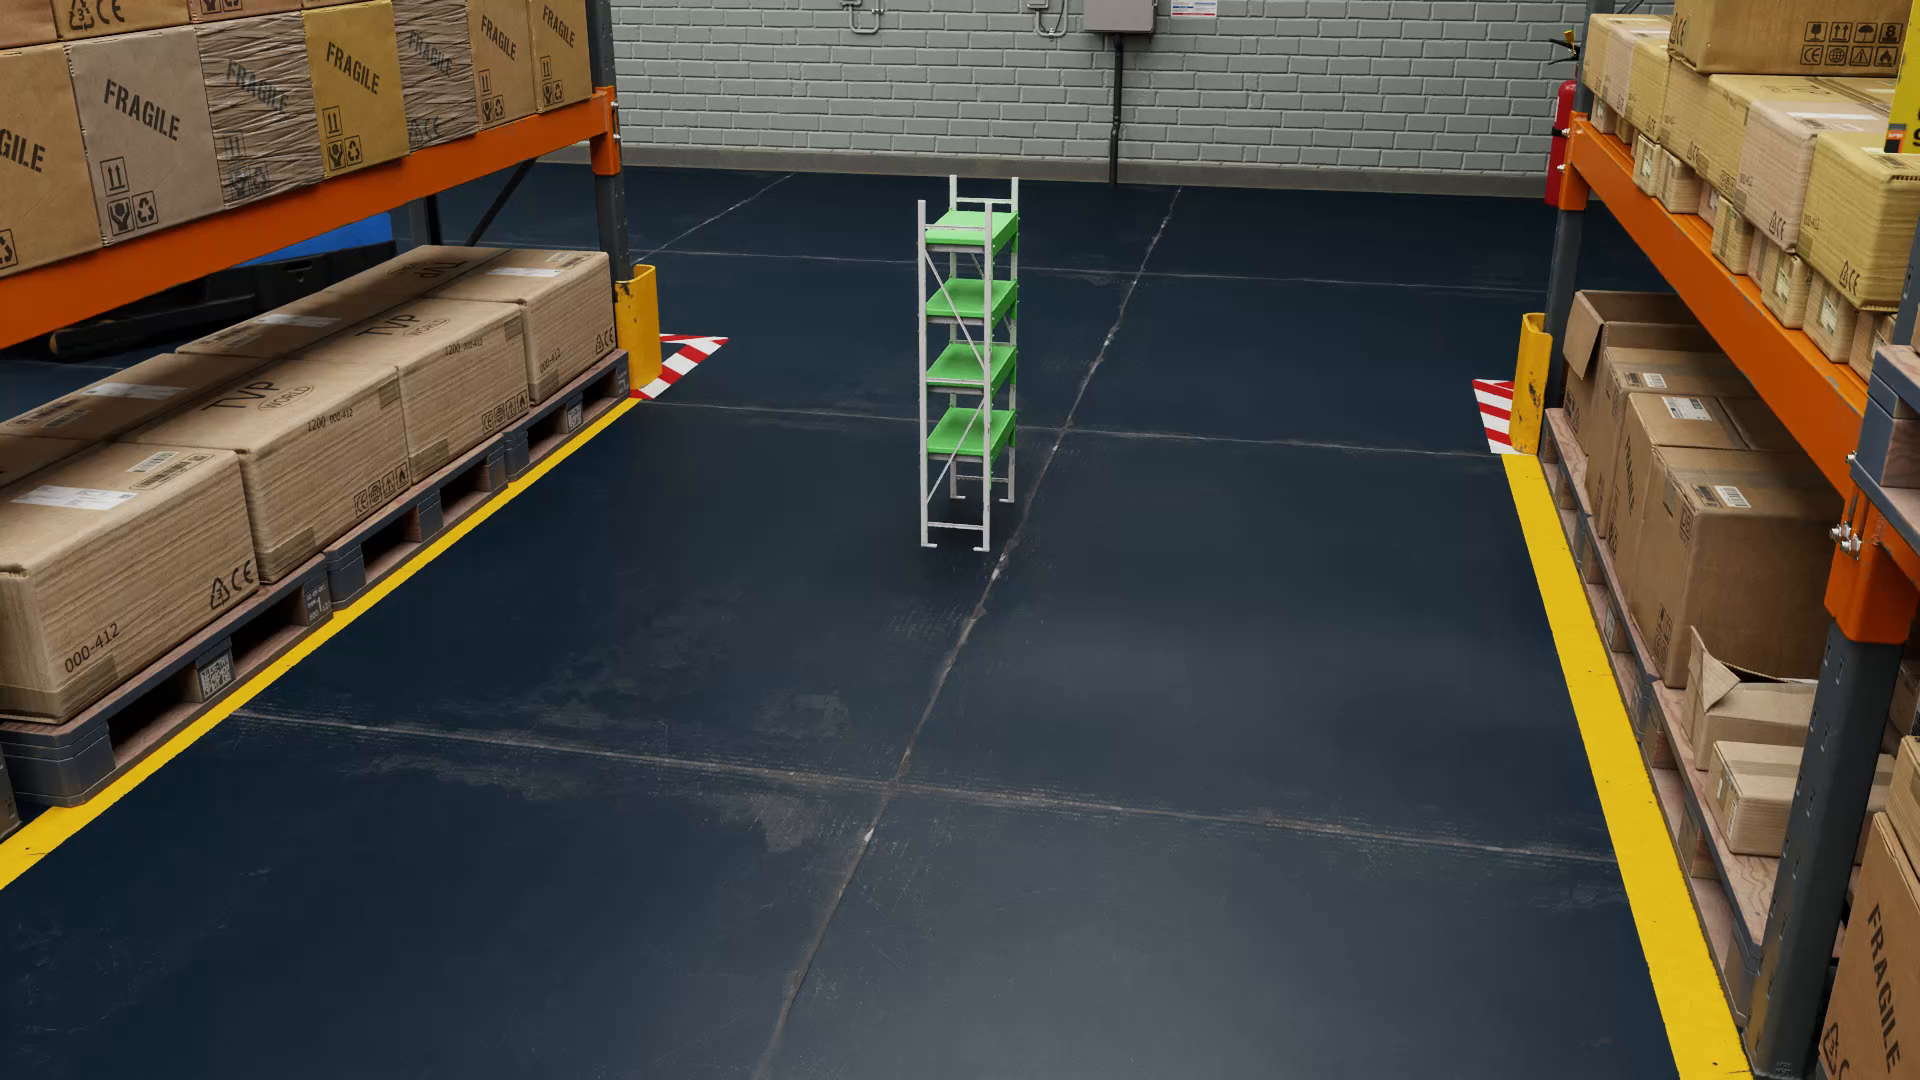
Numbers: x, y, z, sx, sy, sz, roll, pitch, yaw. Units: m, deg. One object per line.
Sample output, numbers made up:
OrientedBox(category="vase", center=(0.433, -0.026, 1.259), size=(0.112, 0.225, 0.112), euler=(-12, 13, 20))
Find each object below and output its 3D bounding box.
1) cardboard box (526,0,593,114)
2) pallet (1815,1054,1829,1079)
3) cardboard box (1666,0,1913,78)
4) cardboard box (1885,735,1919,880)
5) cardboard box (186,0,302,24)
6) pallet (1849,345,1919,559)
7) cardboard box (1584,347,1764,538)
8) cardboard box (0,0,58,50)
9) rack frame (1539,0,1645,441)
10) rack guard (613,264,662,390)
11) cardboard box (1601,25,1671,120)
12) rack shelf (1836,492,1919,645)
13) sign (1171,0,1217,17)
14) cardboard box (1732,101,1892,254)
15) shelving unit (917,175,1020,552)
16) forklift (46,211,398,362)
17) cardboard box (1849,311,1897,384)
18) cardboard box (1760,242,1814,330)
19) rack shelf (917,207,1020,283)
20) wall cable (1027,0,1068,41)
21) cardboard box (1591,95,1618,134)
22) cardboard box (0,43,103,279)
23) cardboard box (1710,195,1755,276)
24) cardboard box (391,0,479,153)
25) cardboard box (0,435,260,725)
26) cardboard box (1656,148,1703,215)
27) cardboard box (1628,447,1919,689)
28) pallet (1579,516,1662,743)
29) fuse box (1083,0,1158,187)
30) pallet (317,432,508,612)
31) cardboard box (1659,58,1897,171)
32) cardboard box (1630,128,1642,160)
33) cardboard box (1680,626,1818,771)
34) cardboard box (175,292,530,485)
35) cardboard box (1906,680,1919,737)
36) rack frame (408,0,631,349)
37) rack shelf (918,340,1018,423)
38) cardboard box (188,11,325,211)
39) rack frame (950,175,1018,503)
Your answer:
OrientedBox(category="cardboard box", center=(-1.834, -2.012, 6.702), size=(0.500, 0.500, 0.500), euler=(5, 22, 11))
OrientedBox(category="pallet", center=(1.920, 1.271, 2.415), size=(1.003, 0.211, 1.213), euler=(4, 22, 11))
OrientedBox(category="cardboard box", center=(2.203, -1.508, 4.381), size=(0.500, 0.500, 0.500), euler=(5, 22, 12))
OrientedBox(category="cardboard box", center=(1.715, 0.452, 2.632), size=(0.380, 0.149, 0.250), euler=(6, 23, 13))
OrientedBox(category="cardboard box", center=(-2.252, -1.736, 4.678), size=(0.500, 0.500, 0.500), euler=(5, 22, 12))
OrientedBox(category="pallet", center=(1.779, 0.050, 1.971), size=(1.003, 0.211, 1.213), euler=(4, 22, 11))
OrientedBox(category="cardboard box", center=(2.435, -0.295, 5.354), size=(0.700, 0.500, 0.500), euler=(5, 23, 13))
OrientedBox(category="cardboard box", center=(-2.477, -1.366, 3.757), size=(0.500, 0.500, 0.500), euler=(5, 22, 11))
OrientedBox(category="rack frame", center=(2.865, -1.786, 6.272), size=(1.000, 3.000, 0.127), euler=(4, 22, 11))
OrientedBox(category="rack guard", center=(-1.990, -1.012, 7.697), size=(1.175, 0.500, 0.348), euler=(4, 22, 11))
OrientedBox(category="cardboard box", center=(2.406, -1.524, 5.426), size=(0.500, 0.250, 0.500), euler=(5, 22, 11))
OrientedBox(category="rack shelf", center=(1.641, 0.742, 0.958), size=(1.077, 0.370, 4.000), euler=(4, 22, 11))
OrientedBox(category="sign", center=(1.685, -4.007, 11.915), size=(0.329, 0.494, 0.001), euler=(4, 22, 11))
OrientedBox(category="cardboard box", center=(2.002, -0.780, 3.579), size=(0.500, 0.250, 0.500), euler=(5, 22, 11))
OrientedBox(category="shelving unit", center=(0.034, -0.617, 5.780), size=(0.258, 1.200, 0.503), euler=(4, 22, 11))
OrientedBox(category="forklift", center=(-4.450, -2.426, 7.954), size=(1.130, 2.935, 3.031), euler=(18, 28, 38))
OrientedBox(category="cardboard box", center=(1.867, -0.342, 3.024), size=(0.380, 0.149, 0.250), euler=(5, 22, 12))
OrientedBox(category="cardboard box", center=(1.928, -0.536, 3.505), size=(0.380, 0.149, 0.250), euler=(5, 22, 12))
OrientedBox(category="rack shelf", center=(0.034, -1.003, 5.624), size=(0.258, 0.148, 0.480), euler=(4, 22, 11))
OrientedBox(category="wall cable", center=(0.524, -4.594, 11.885), size=(0.588, 1.984, 0.122), euler=(4, 22, 11))
OrientedBox(category="cardboard box", center=(2.529, -1.570, 6.073), size=(0.380, 0.149, 0.250), euler=(4, 22, 11))
OrientedBox(category="cardboard box", center=(-2.459, -0.898, 3.934), size=(0.500, 0.500, 0.500), euler=(5, 23, 13))
OrientedBox(category="cardboard box", center=(2.033, -0.725, 3.976), size=(0.380, 0.149, 0.250), euler=(4, 22, 10))
OrientedBox(category="cardboard box", center=(-2.047, -1.641, 5.780), size=(0.500, 0.500, 0.500), euler=(5, 22, 12))
OrientedBox(category="cardboard box", center=(-2.578, 0.072, 4.526), size=(0.875, 0.438, 0.875), euler=(4, 22, 10))
OrientedBox(category="cardboard box", center=(2.184, -1.005, 4.669), size=(0.380, 0.149, 0.250), euler=(5, 22, 12))
OrientedBox(category="cardboard box", center=(2.223, 0.085, 4.412), size=(0.700, 0.500, 0.500), euler=(4, 22, 9))
OrientedBox(category="pallet", center=(2.437, 0.272, 4.896), size=(1.003, 0.211, 1.213), euler=(4, 22, 11))
OrientedBox(category="fuse box", center=(1.160, -3.416, 12.044), size=(0.539, 1.711, 0.414), euler=(4, 22, 11))
OrientedBox(category="pallet", center=(-2.333, -0.126, 5.884), size=(1.003, 0.211, 1.213), euler=(4, 22, 11))
OrientedBox(category="cardboard box", center=(2.222, -1.150, 4.496), size=(0.500, 0.250, 0.500), euler=(4, 22, 10))
OrientedBox(category="cardboard box", center=(2.392, -1.287, 5.370), size=(0.380, 0.149, 0.250), euler=(5, 23, 13))
OrientedBox(category="cardboard box", center=(1.948, 0.394, 3.958), size=(0.396, 0.266, 0.258), euler=(5, 23, 13))
OrientedBox(category="cardboard box", center=(-2.210, -0.585, 6.158), size=(0.875, 0.438, 0.875), euler=(5, 22, 12))
OrientedBox(category="cardboard box", center=(2.415, 0.506, 3.619), size=(0.500, 0.311, 0.500), euler=(5, 23, 13))
OrientedBox(category="rack frame", center=(-1.995, -2.163, 7.208), size=(1.000, 3.000, 0.127), euler=(4, 22, 11))
OrientedBox(category="rack shelf", center=(0.034, -0.558, 5.804), size=(0.258, 0.148, 0.480), euler=(4, 22, 11))
OrientedBox(category="cardboard box", center=(-2.245, -1.263, 4.841), size=(0.500, 0.500, 0.500), euler=(5, 22, 11))
OrientedBox(category="rack frame", center=(0.084, -0.706, 6.001), size=(0.240, 1.200, 0.015), euler=(4, 22, 11))
